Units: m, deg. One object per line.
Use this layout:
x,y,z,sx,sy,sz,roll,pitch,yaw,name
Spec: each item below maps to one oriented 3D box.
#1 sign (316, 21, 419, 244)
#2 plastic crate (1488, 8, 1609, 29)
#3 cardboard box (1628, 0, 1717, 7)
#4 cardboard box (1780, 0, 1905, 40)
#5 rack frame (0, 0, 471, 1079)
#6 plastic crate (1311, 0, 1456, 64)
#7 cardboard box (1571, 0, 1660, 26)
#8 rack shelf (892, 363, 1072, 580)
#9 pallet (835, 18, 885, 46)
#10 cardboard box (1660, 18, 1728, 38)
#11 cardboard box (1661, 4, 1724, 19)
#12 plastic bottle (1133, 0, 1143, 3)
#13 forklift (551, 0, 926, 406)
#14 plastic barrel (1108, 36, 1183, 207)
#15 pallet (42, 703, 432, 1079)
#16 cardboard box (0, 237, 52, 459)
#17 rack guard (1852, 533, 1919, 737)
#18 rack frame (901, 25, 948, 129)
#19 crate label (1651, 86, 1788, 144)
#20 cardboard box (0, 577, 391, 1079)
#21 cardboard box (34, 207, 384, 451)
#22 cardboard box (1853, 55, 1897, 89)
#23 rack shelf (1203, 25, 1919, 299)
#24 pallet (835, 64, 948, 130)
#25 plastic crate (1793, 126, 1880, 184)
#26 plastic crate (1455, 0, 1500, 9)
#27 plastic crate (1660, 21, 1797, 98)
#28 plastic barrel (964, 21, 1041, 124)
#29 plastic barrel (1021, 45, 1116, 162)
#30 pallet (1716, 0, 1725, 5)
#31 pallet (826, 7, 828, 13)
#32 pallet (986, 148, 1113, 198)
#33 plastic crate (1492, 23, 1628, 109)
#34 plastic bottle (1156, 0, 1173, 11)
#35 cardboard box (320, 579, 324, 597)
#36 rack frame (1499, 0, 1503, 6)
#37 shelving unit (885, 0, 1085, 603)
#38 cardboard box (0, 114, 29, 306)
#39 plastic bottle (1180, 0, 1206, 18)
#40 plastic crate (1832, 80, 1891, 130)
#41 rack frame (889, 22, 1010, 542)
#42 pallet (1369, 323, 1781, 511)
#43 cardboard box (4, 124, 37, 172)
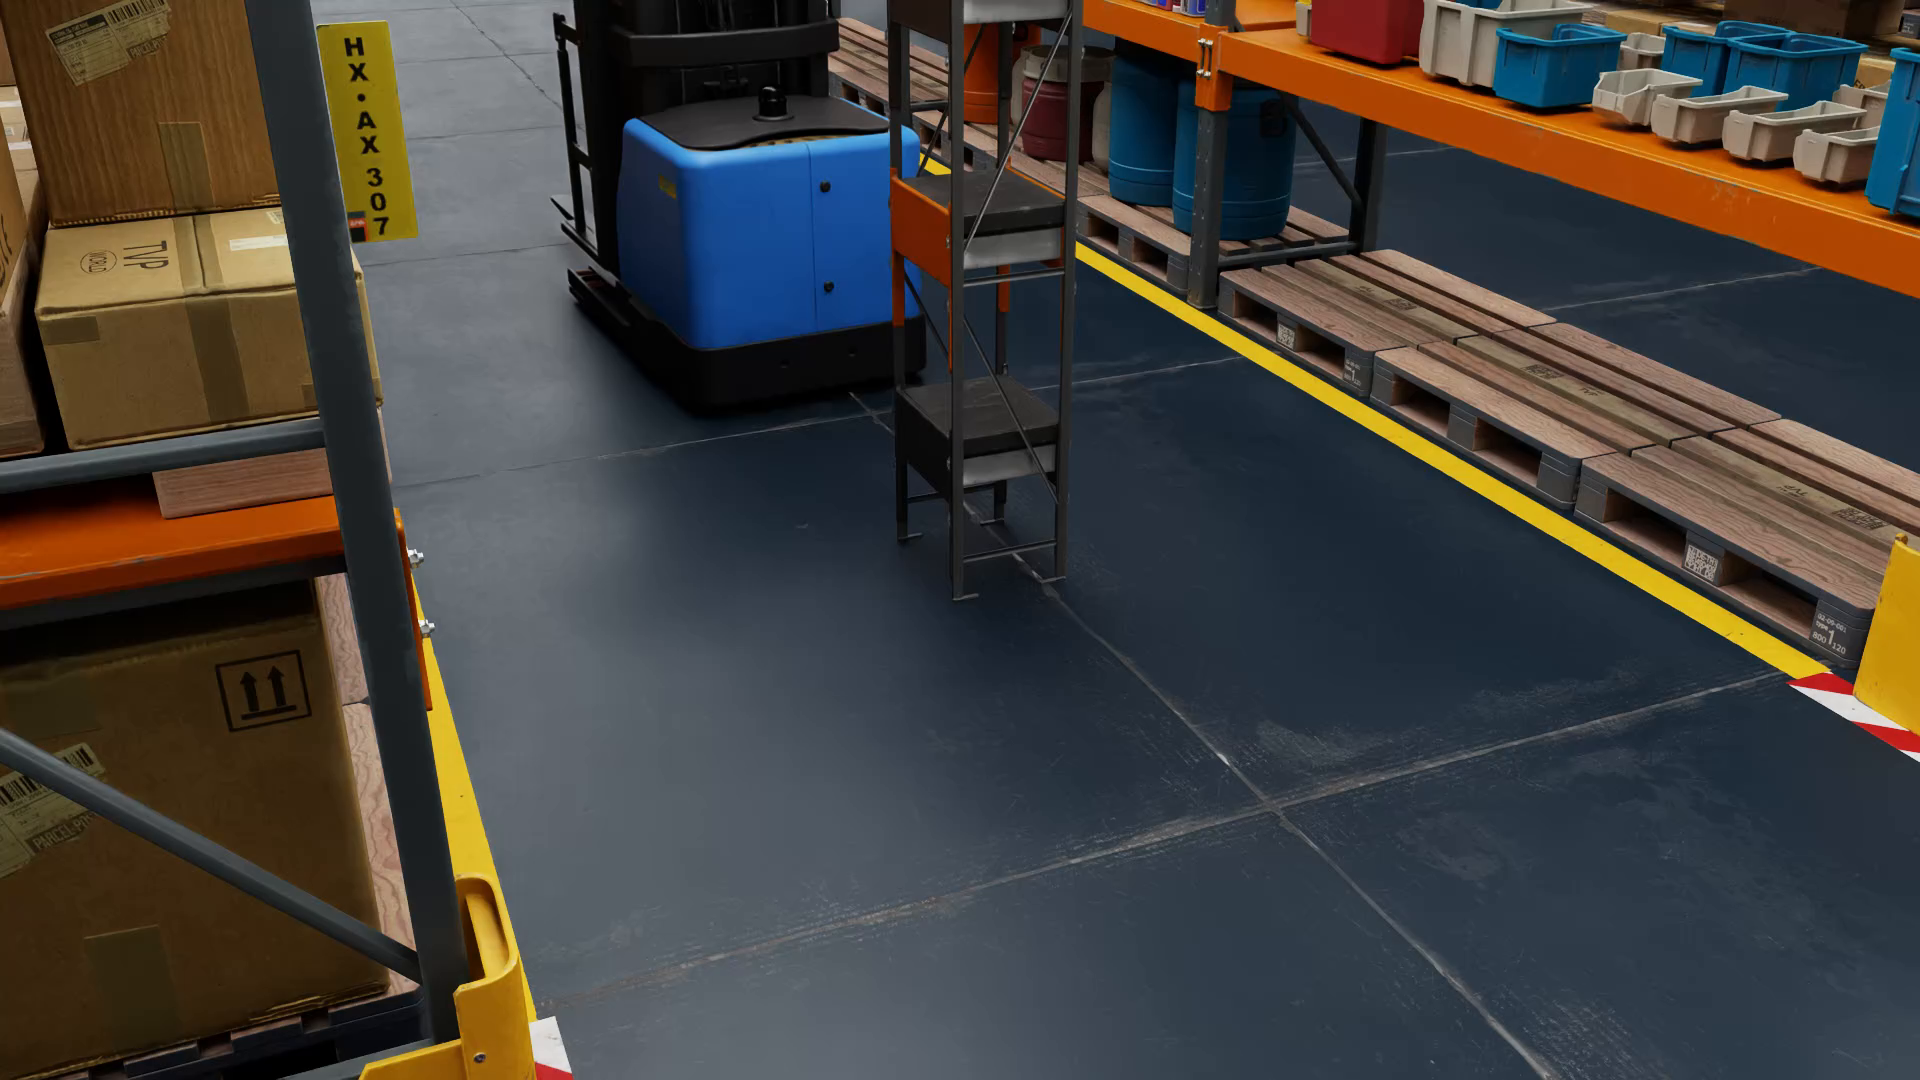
-0.890,-0.611,2.506,0.100,0.325,0.005,-11,28,-21,sign
2.273,-2.057,6.789,0.437,0.125,0.590,-11,28,-21,plastic crate
5.188,-4.076,12.172,0.500,0.250,0.500,-9,28,-19,cardboard box
5.790,-3.461,10.913,0.500,0.250,0.500,-11,28,-20,cardboard box
-1.406,-0.093,2.522,0.949,2.616,0.053,-11,28,-21,rack frame
1.706,-2.212,6.719,0.402,0.464,0.583,-11,28,-21,plastic crate
4.706,-3.655,12.165,0.500,0.500,0.500,-12,28,-22,cardboard box
0.065,-0.235,5.466,0.431,0.518,0.480,-11,28,-21,rack shelf
-1.202,-4.226,14.164,1.003,0.211,1.213,-11,28,-21,pallet
5.107,-3.242,11.319,0.500,0.500,0.500,-12,28,-22,cardboard box
5.365,-3.552,11.954,0.500,0.500,0.500,-12,28,-22,cardboard box
0.926,-2.852,8.229,0.144,0.351,0.185,-11,28,-21,plastic bottle
-1.255,-2.471,7.470,1.130,2.935,3.031,-12,29,-24,forklift
1.113,-2.314,8.983,0.600,0.901,0.708,-11,28,-21,plastic barrel
-1.789,0.850,3.768,1.003,0.211,1.213,-11,28,-21,pallet
-1.837,-0.310,2.798,0.500,0.250,0.500,-11,28,-21,cardboard box
3.175,0.186,4.799,1.175,0.500,0.348,-11,28,-21,rack guard
0.021,-4.174,10.881,1.000,3.000,0.127,-11,28,-21,rack frame
2.436,-1.379,5.388,0.396,0.136,0.243,-11,28,-21,crate label
-1.728,0.428,3.398,0.875,0.875,0.875,-11,28,-21,cardboard box
-1.343,-0.400,2.982,0.500,0.250,0.500,-11,28,-22,cardboard box
5.690,-2.633,10.072,0.500,0.500,0.500,-11,28,-21,cardboard box
2.371,-1.429,6.077,1.077,0.370,4.000,-11,28,-21,rack shelf
-0.247,-3.241,12.147,1.003,0.211,1.213,-11,28,-21,pallet
2.668,-1.151,4.921,0.396,0.136,0.243,-11,28,-21,plastic crate
2.084,-2.449,7.298,0.392,0.384,0.575,-11,28,-21,plastic crate
2.727,-1.705,5.946,0.416,0.233,0.300,-11,28,-21,plastic crate
0.228,-3.193,10.866,0.600,0.830,0.708,-11,28,-21,plastic barrel
0.671,-2.629,9.985,0.600,0.588,0.708,-11,28,-21,plastic barrel
8.358,-5.431,16.633,1.003,0.211,1.213,-11,28,-21,pallet
-1.770,-4.814,15.370,1.003,0.211,1.213,-11,28,-21,pallet
0.842,-2.118,9.848,1.003,0.211,1.213,-11,28,-21,pallet
2.114,-1.681,5.897,0.416,0.233,0.300,-11,28,-21,plastic crate
1.003,-2.696,7.986,0.061,0.283,0.133,-11,28,-21,plastic bottle
-2.433,-0.299,4.886,0.875,0.875,0.875,-11,28,-21,cardboard box
4.580,-5.024,12.621,1.000,3.000,0.127,-11,28,-21,rack frame
0.065,-0.877,5.152,0.431,2.100,0.503,-11,28,-21,shelving unit
-1.836,-0.648,2.636,0.500,0.500,0.500,-10,28,-20,cardboard box
1.136,-2.607,7.813,0.152,0.276,0.135,-11,28,-21,plastic bottle
3.045,-1.427,5.486,0.250,0.136,0.298,-11,28,-21,plastic crate
-0.031,-0.975,5.354,0.400,2.100,0.015,-11,28,-21,rack frame
2.393,-0.523,6.580,1.003,0.211,1.213,-11,28,-21,pallet
-2.235,-0.720,3.638,0.500,0.250,0.500,-12,28,-22,cardboard box
